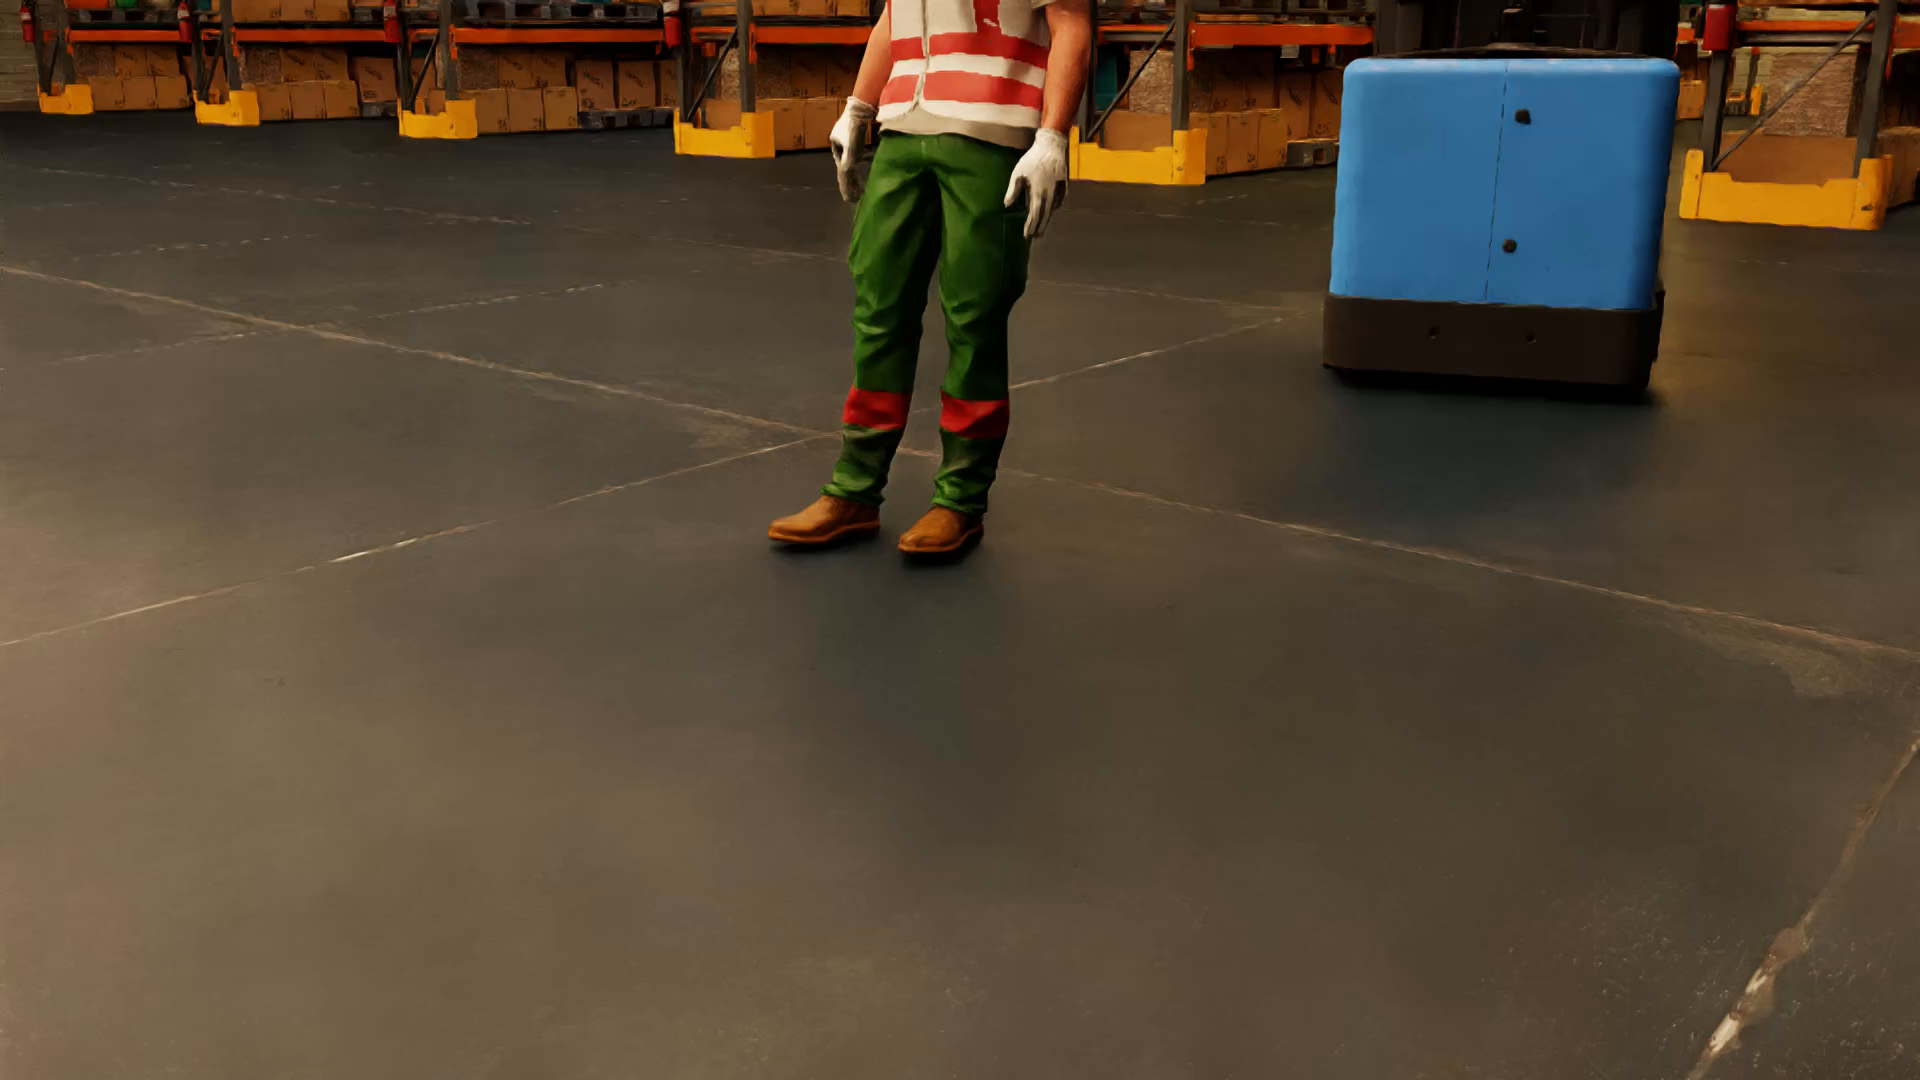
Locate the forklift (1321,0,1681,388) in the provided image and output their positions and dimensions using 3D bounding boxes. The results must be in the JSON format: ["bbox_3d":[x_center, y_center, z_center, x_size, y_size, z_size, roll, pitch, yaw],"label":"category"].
[{"bbox_3d":[2.210,-2.286,6.427,1.130,2.935,3.031,6,18,19],"label":"forklift"}]

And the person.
[{"bbox_3d":[-0.060,-0.847,3.627,0.637,1.787,0.563,13,21,37],"label":"person"}]
